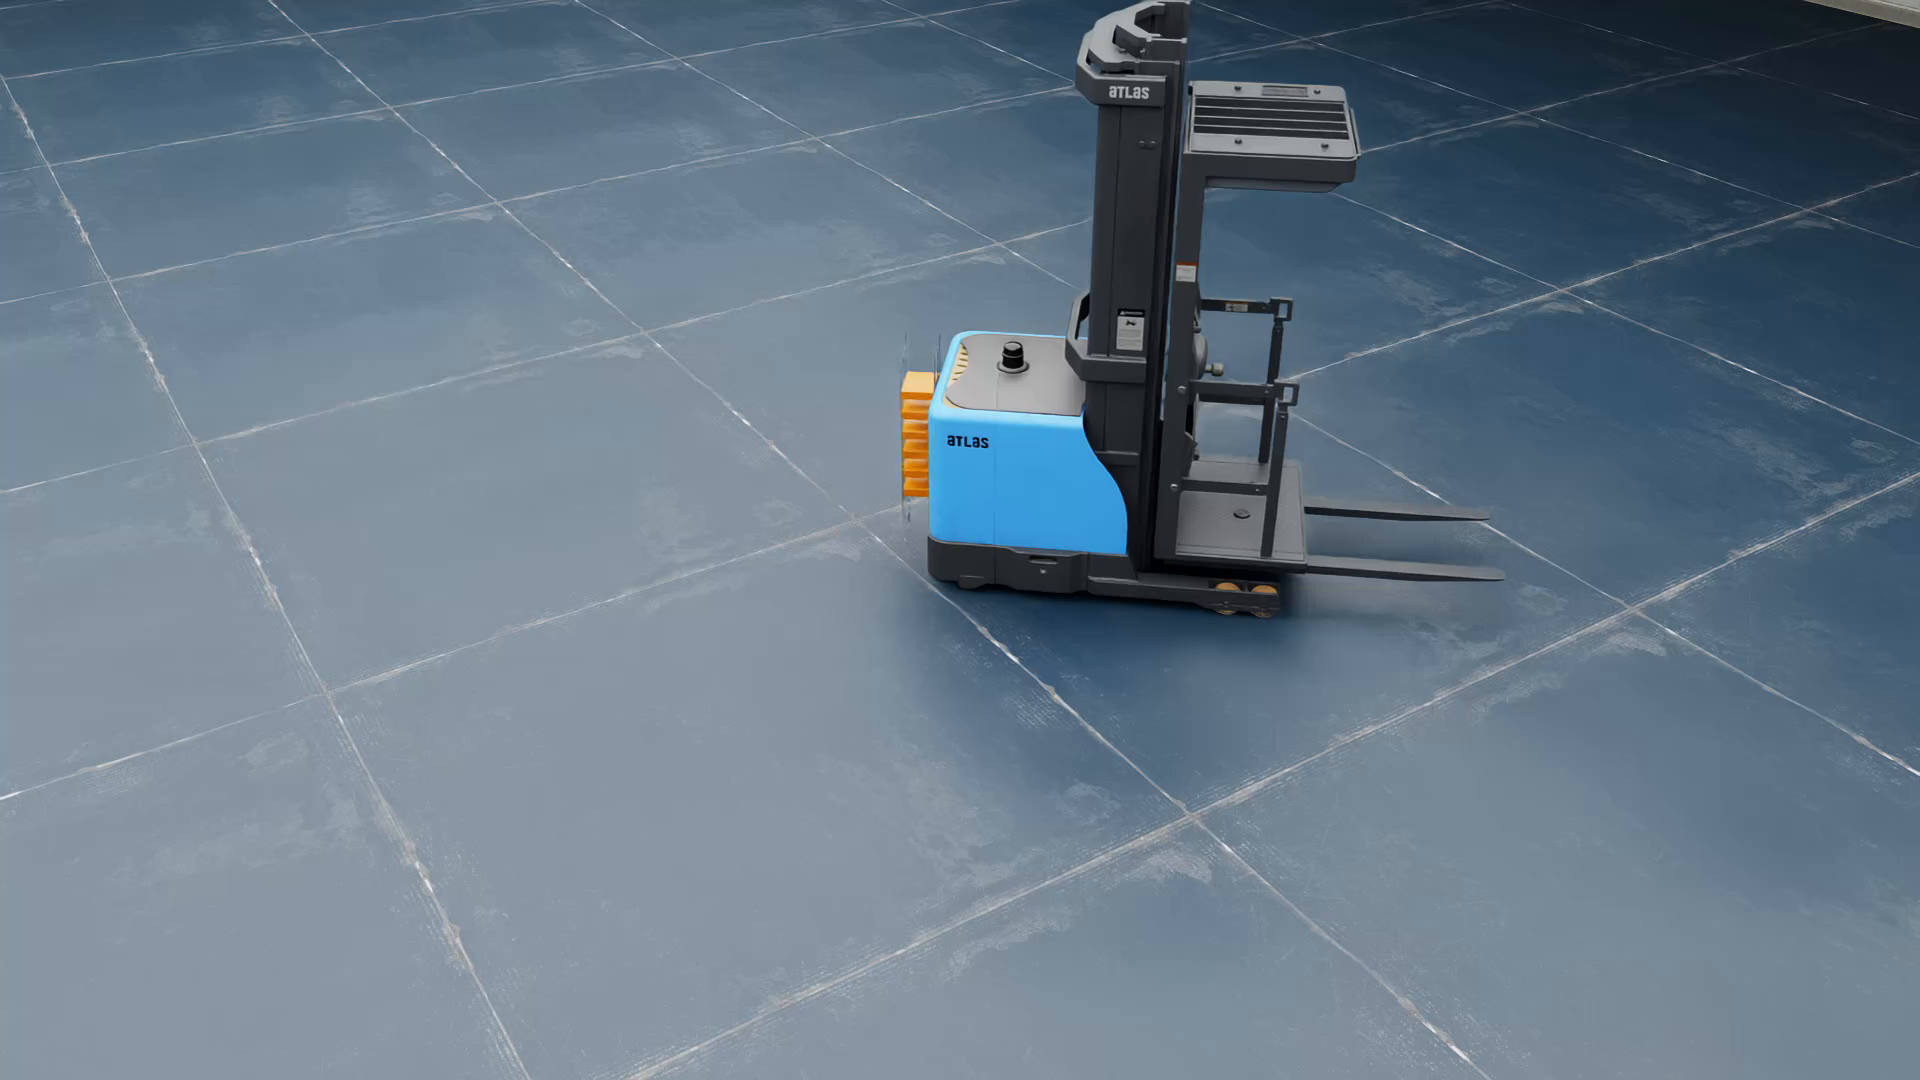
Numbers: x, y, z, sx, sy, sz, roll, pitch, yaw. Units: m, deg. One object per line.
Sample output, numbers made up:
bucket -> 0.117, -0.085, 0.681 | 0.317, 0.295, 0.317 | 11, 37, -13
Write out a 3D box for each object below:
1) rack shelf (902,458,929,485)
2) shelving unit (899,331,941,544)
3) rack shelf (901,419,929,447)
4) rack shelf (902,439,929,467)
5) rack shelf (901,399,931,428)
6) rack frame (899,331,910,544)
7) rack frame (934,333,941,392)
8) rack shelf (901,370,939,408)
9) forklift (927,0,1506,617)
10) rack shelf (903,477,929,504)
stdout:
rack shelf -> -0.211, -0.402, 9.193 | 0.180, 0.103, 0.258 | 3, 32, 6
shelving unit -> -0.211, -0.541, 9.105 | 0.189, 1.200, 0.258 | 3, 32, 6
rack shelf -> -0.211, -0.605, 9.065 | 0.180, 0.103, 0.258 | 3, 32, 6
rack shelf -> -0.211, -0.504, 9.129 | 0.180, 0.103, 0.258 | 3, 32, 6
rack shelf -> -0.211, -0.707, 9.001 | 0.180, 0.103, 0.258 | 3, 32, 6
rack frame -> -0.302, -0.547, 9.114 | 0.006, 1.200, 0.240 | 3, 32, 6
rack frame -> -0.121, -0.536, 9.096 | 0.006, 1.200, 0.240 | 3, 32, 6
rack shelf -> -0.211, -0.808, 8.937 | 0.180, 0.103, 0.258 | 3, 32, 6
forklift -> 1.384, -1.137, 8.427 | 3.031, 2.935, 1.130 | 4, 32, 7
rack shelf -> -0.211, -0.301, 9.257 | 0.180, 0.103, 0.258 | 3, 32, 6
